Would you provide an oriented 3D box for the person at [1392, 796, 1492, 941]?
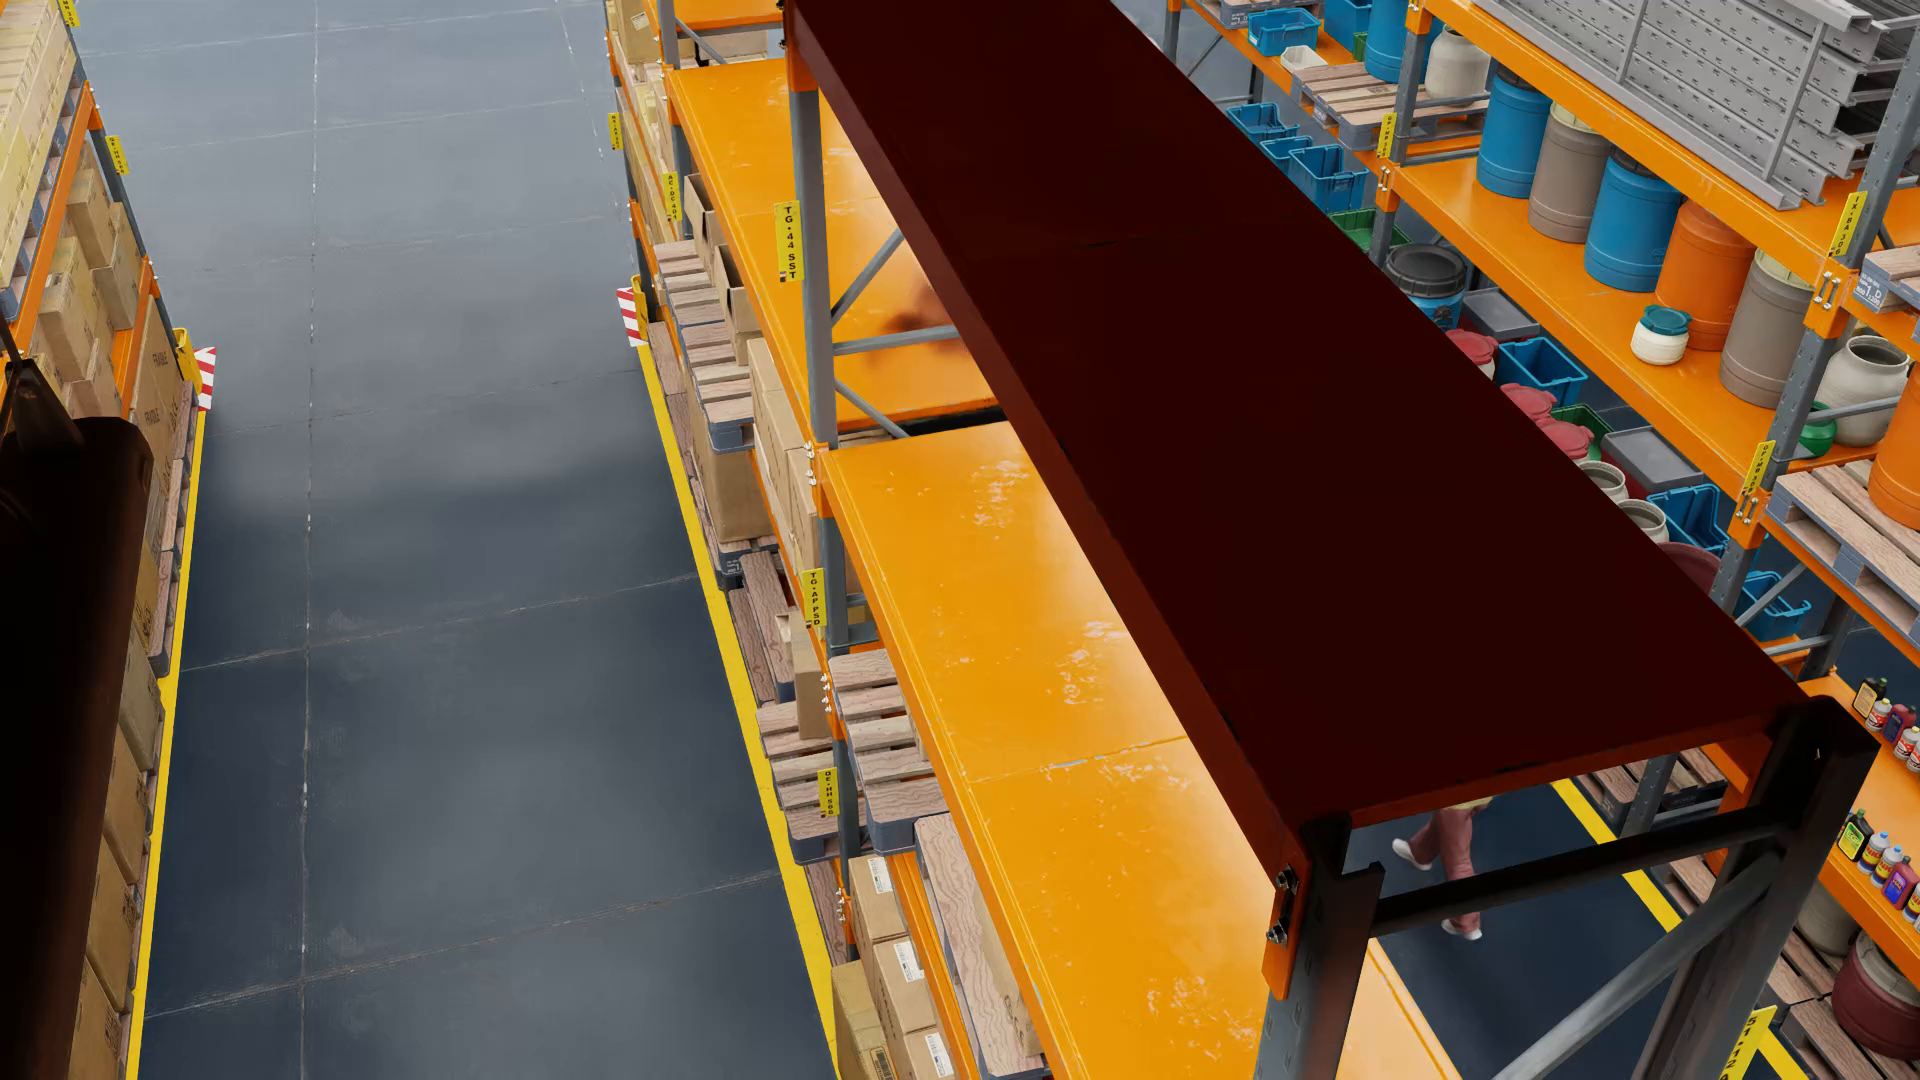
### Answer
[{"bbox_3d":[2.749,1.424,9.171,0.568,1.689,0.874,-17,41,-20],"label":"person"}]
